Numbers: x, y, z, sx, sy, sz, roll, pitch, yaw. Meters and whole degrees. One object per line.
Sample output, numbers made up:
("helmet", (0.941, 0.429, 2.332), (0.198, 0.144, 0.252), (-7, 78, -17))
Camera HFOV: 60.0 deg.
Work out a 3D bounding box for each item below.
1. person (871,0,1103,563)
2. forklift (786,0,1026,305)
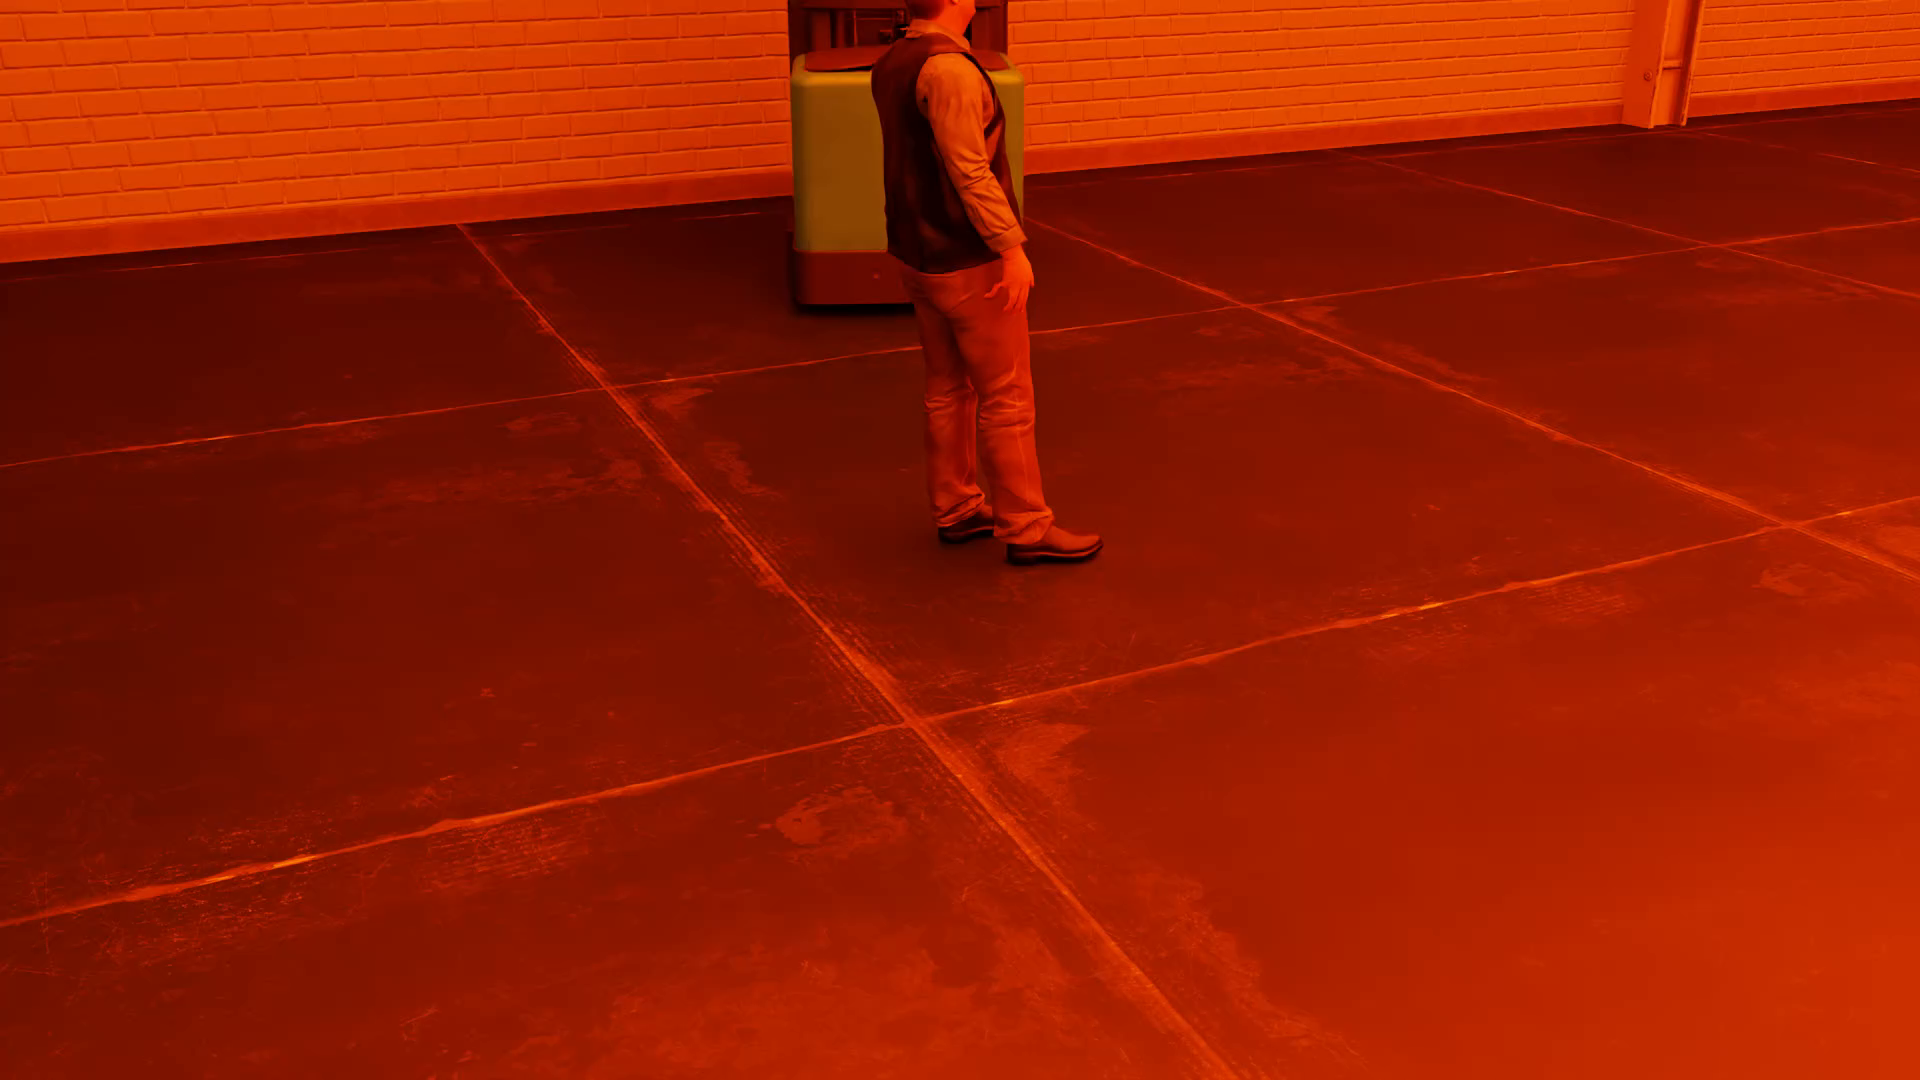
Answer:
("person", (0.060, -0.809, 4.792), (0.566, 1.722, 0.633), (-10, 25, -23))
("forklift", (-0.324, -2.931, 8.342), (1.130, 2.935, 3.031), (-2, 23, -4))
